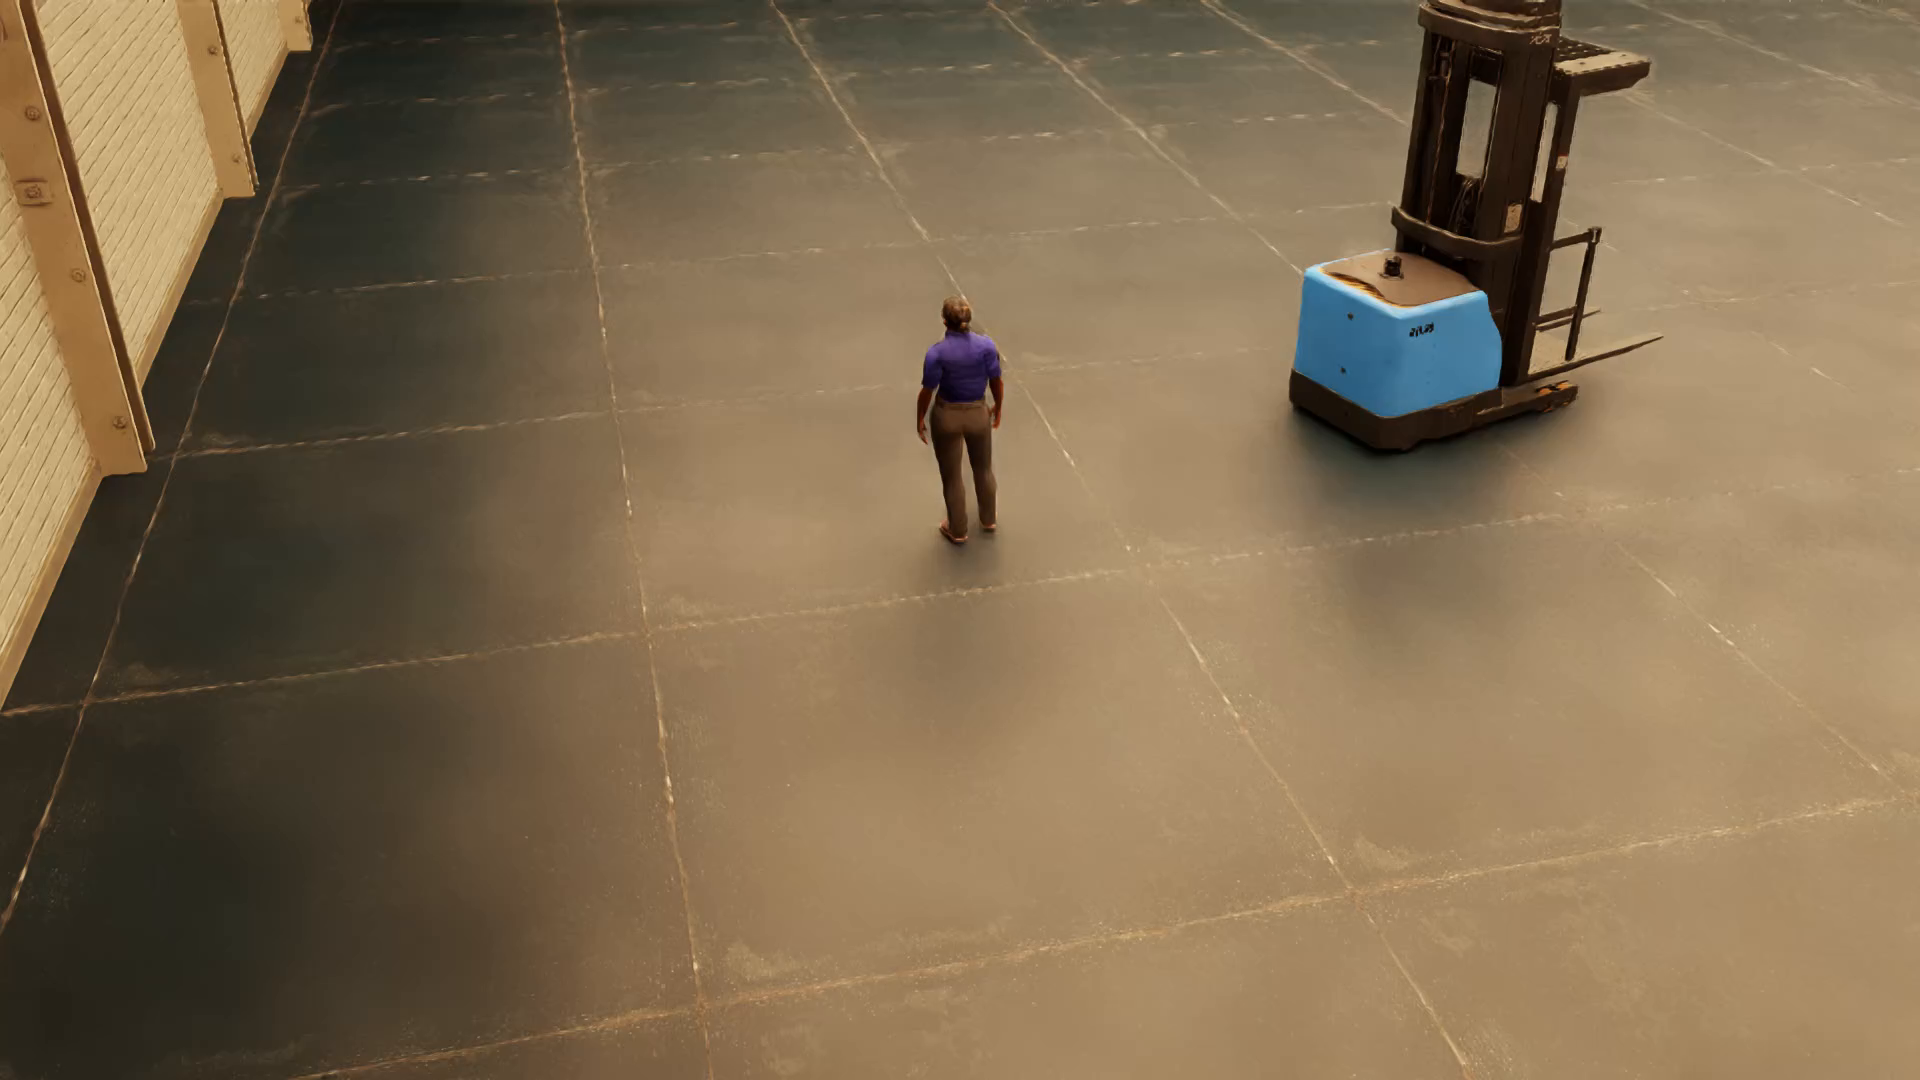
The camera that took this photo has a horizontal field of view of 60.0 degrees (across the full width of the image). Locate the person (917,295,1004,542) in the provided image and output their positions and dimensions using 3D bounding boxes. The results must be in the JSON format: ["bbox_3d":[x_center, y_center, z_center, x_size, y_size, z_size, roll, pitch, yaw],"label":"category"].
[{"bbox_3d":[-0.001,-0.767,10.160,0.570,1.654,0.503,-7,31,-12],"label":"person"}]

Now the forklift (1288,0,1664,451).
[{"bbox_3d":[3.936,-2.416,11.748,3.031,2.935,1.130,-16,34,-26],"label":"forklift"}]
